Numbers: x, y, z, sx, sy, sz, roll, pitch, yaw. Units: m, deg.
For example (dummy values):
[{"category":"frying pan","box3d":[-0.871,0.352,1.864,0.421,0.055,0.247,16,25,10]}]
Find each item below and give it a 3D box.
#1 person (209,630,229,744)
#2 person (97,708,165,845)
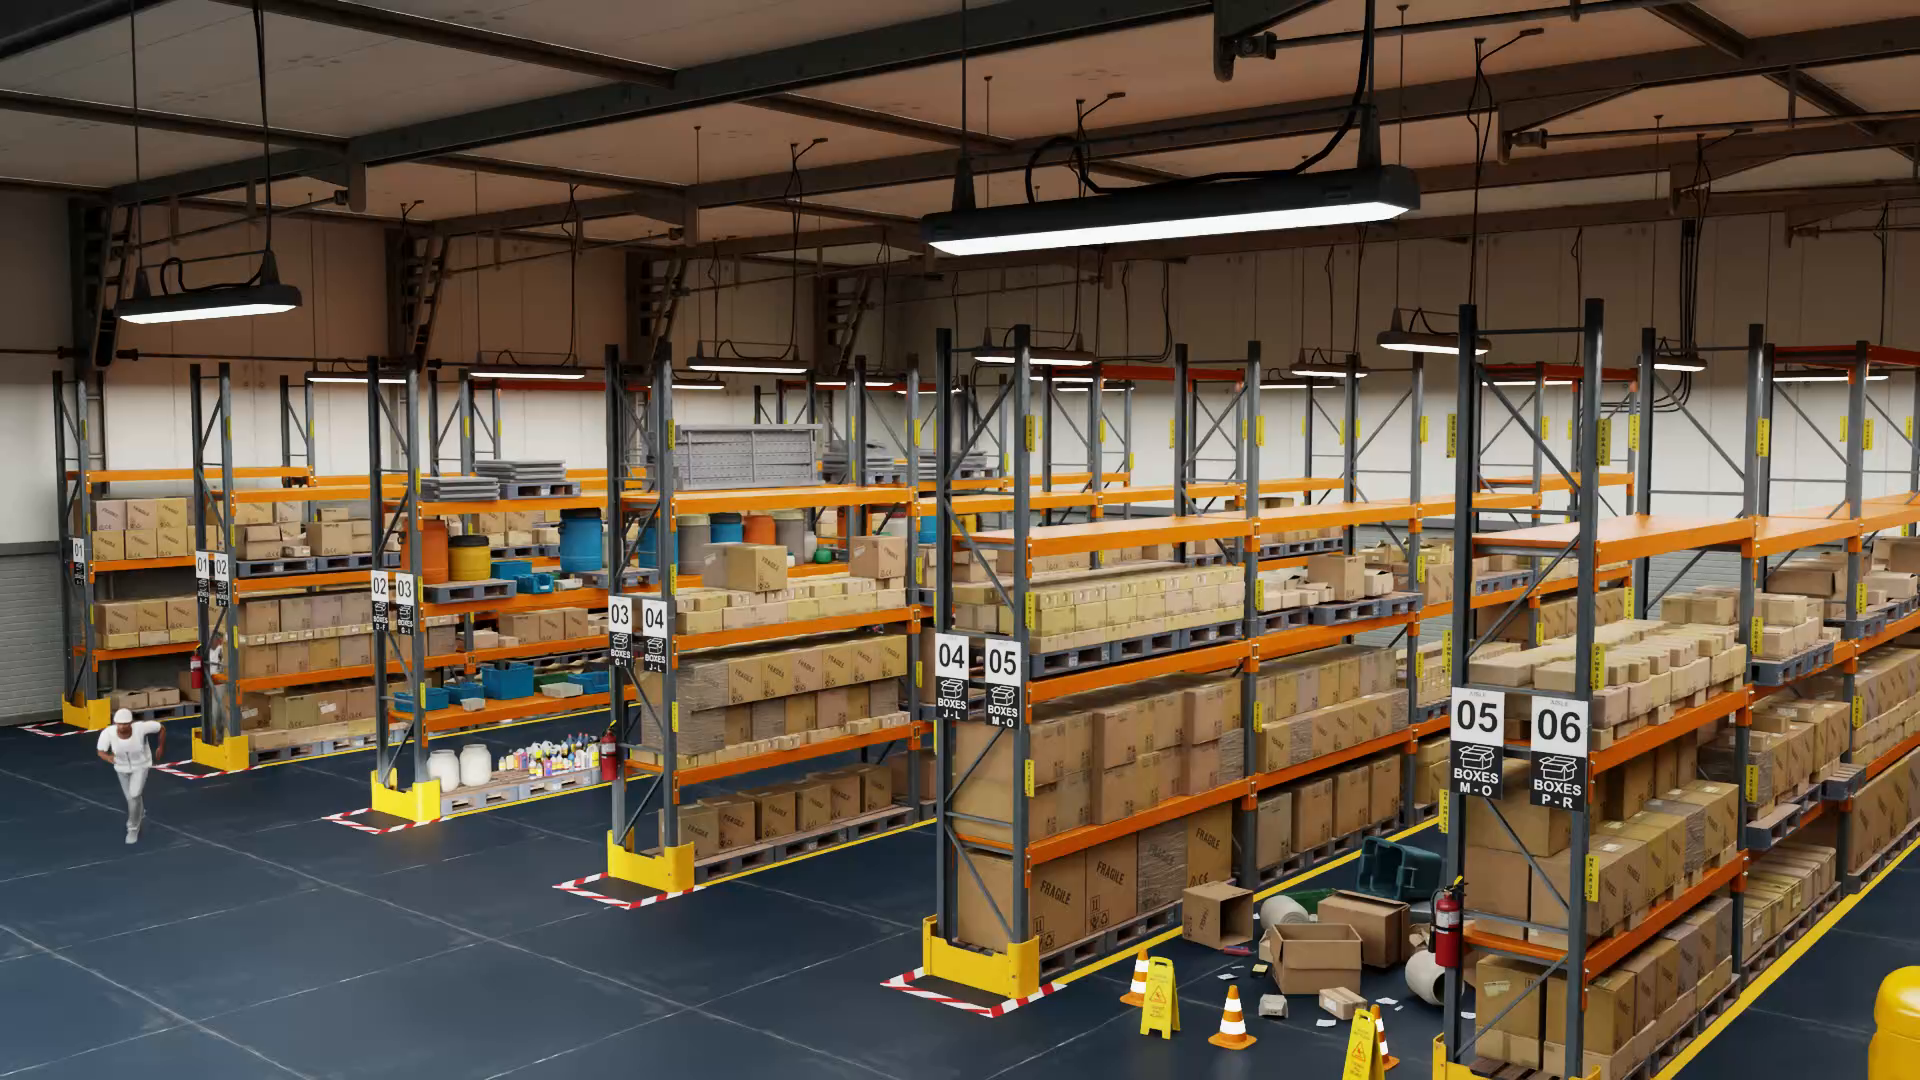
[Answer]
[{"category":"person","box3d":[-11.961,2.349,26.745,0.644,1.839,0.797,1,4,16]},{"category":"person","box3d":[-10.220,2.877,20.566,0.745,1.715,1.028,-1,4,-15]}]
